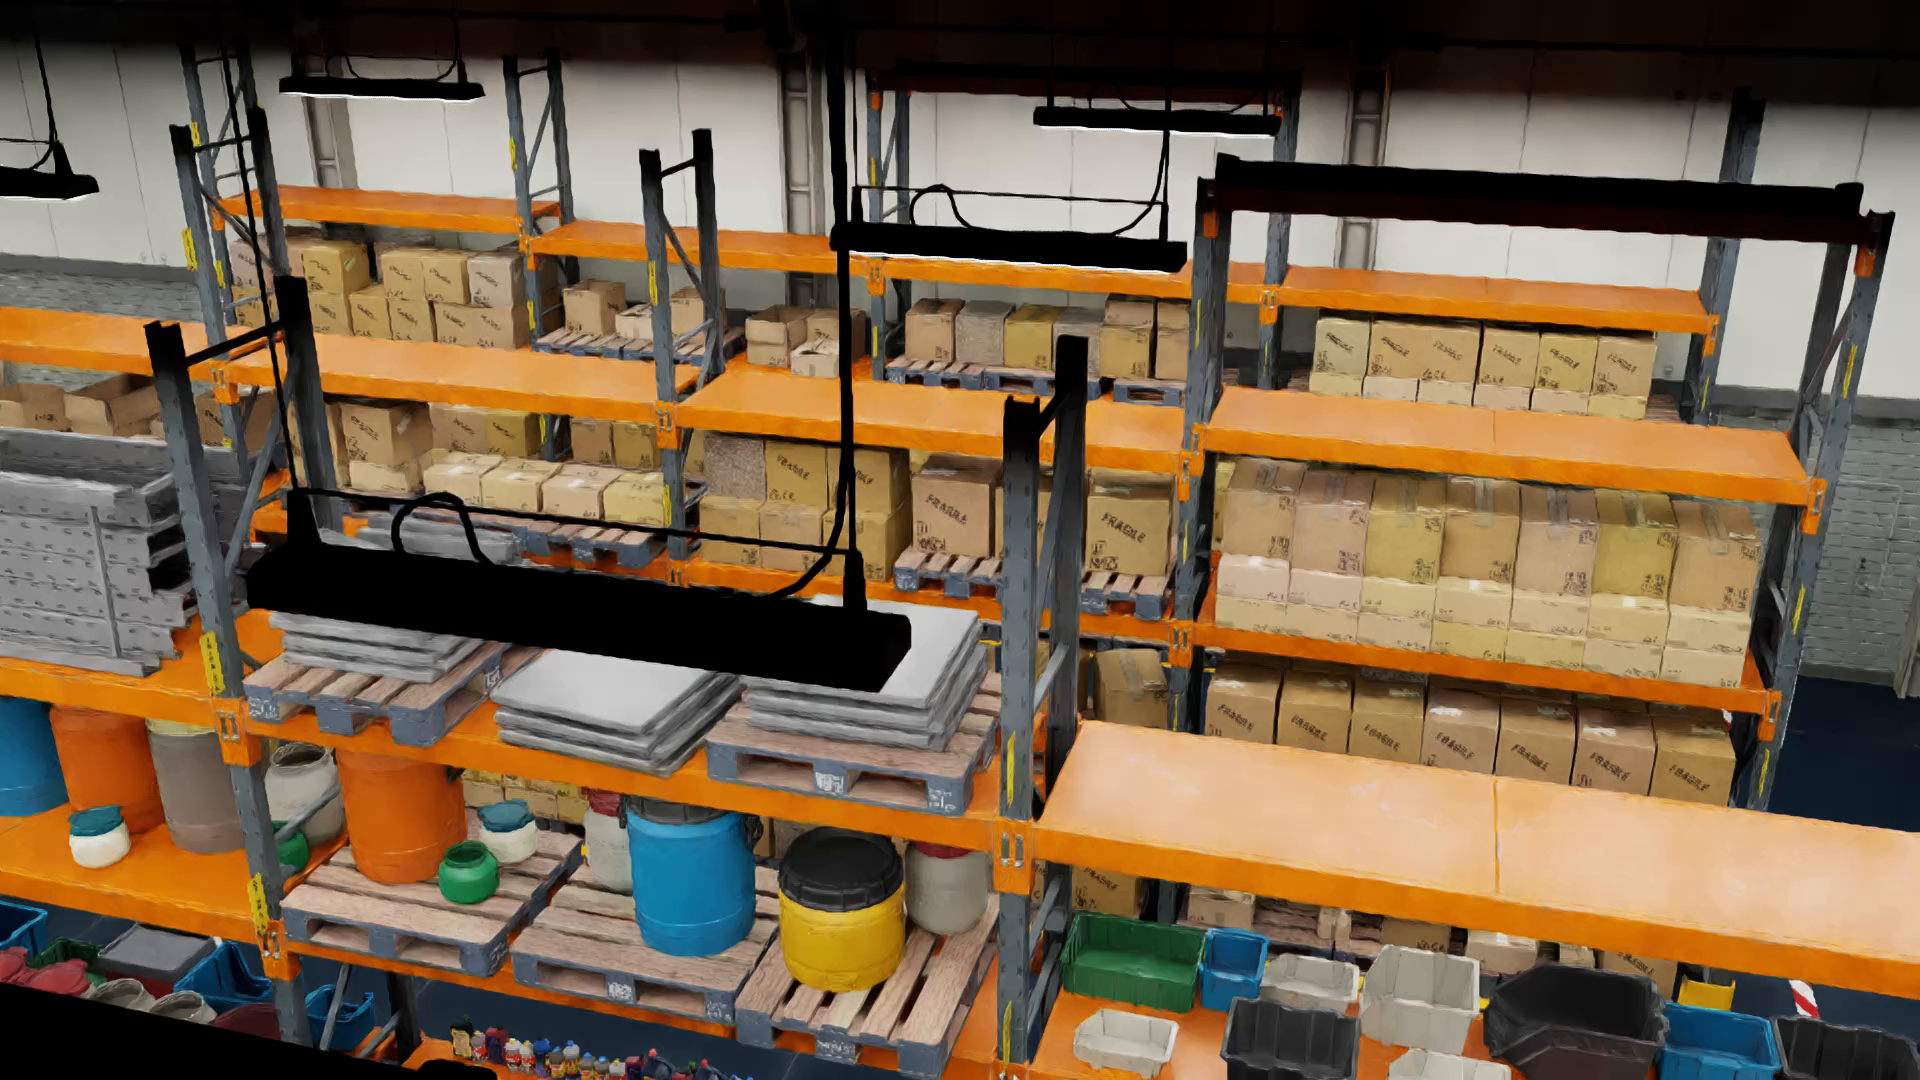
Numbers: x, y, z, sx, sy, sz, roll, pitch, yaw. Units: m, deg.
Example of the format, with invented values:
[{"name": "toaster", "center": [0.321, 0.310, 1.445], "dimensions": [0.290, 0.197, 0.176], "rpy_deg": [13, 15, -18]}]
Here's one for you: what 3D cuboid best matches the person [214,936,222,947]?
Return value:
[{"name": "person", "center": [-5.181, 3.058, 11.256], "dimensions": [0.993, 1.621, 0.443], "rpy_deg": [11, 25, 24]}]
